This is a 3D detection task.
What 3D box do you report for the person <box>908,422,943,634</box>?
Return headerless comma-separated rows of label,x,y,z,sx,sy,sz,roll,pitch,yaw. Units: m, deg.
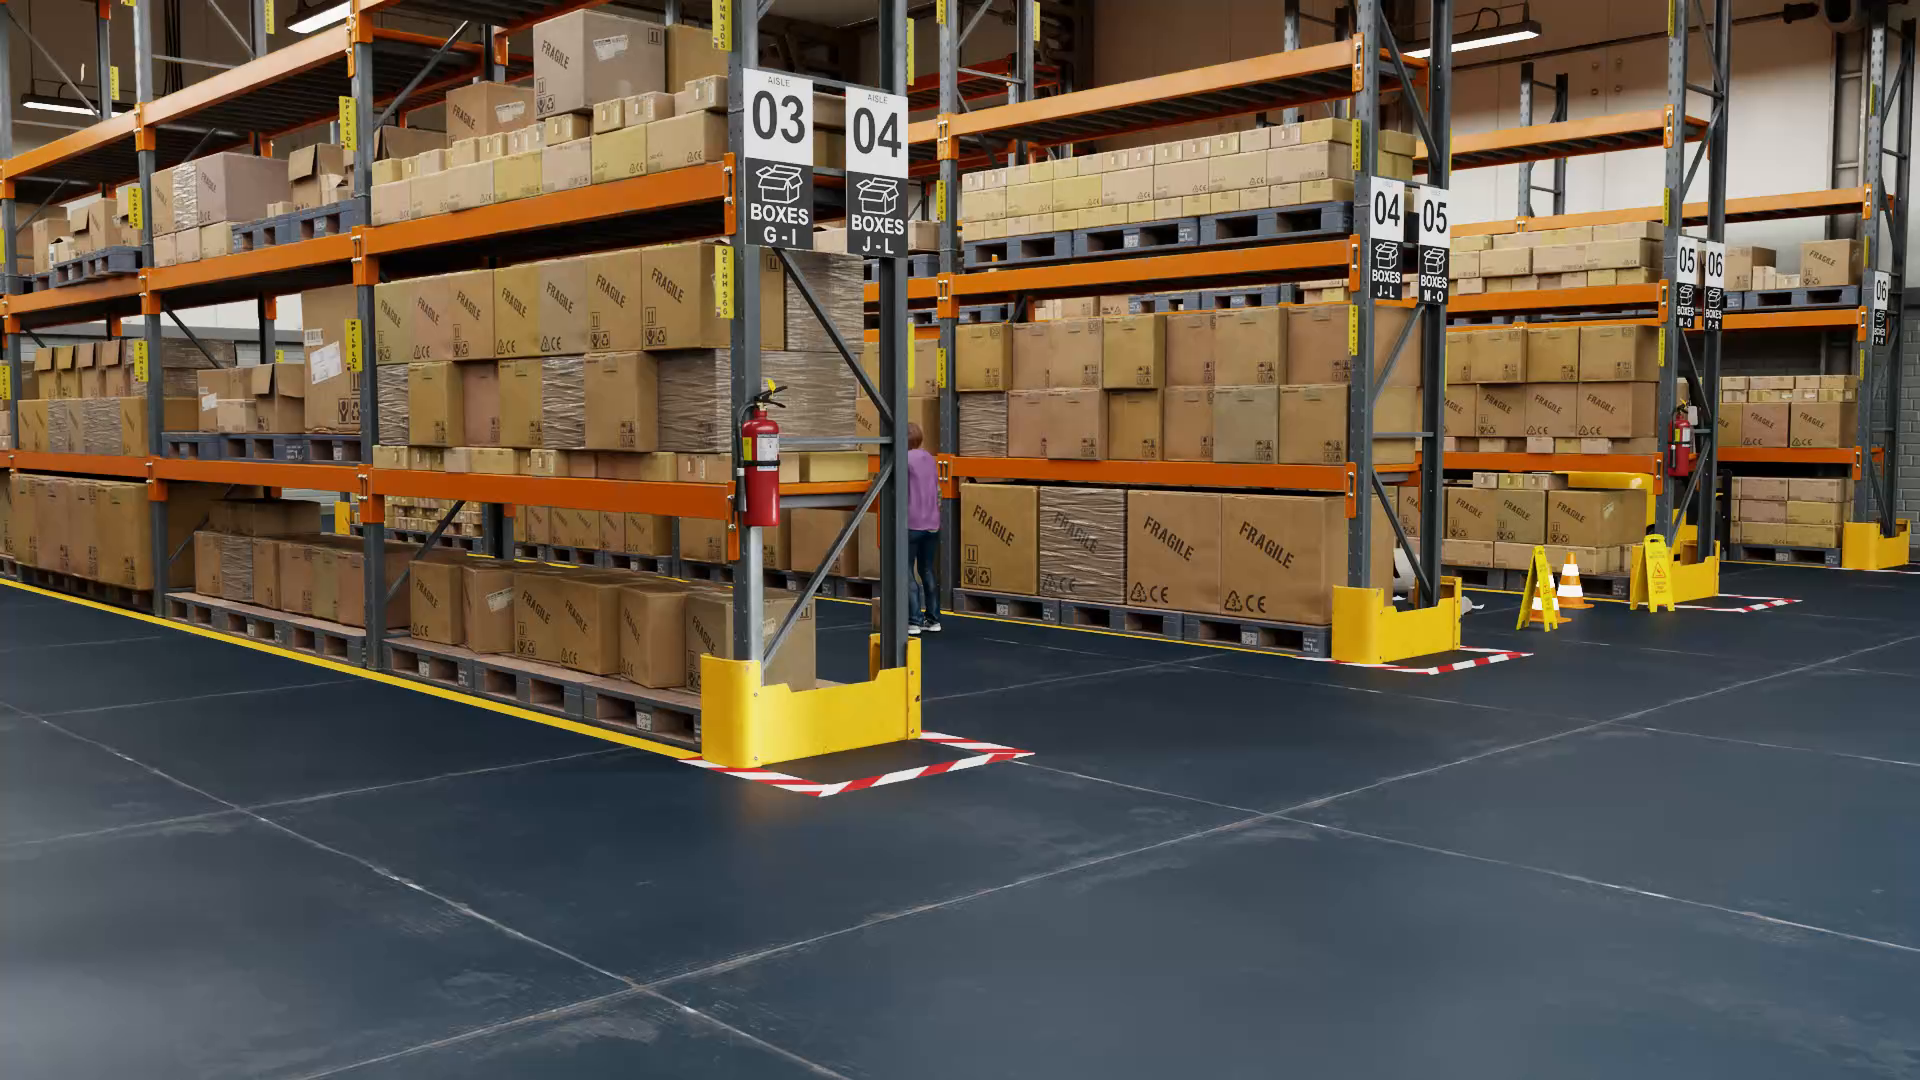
person,-0.331,-0.090,12.522,0.462,1.594,0.343,-4,6,-43
